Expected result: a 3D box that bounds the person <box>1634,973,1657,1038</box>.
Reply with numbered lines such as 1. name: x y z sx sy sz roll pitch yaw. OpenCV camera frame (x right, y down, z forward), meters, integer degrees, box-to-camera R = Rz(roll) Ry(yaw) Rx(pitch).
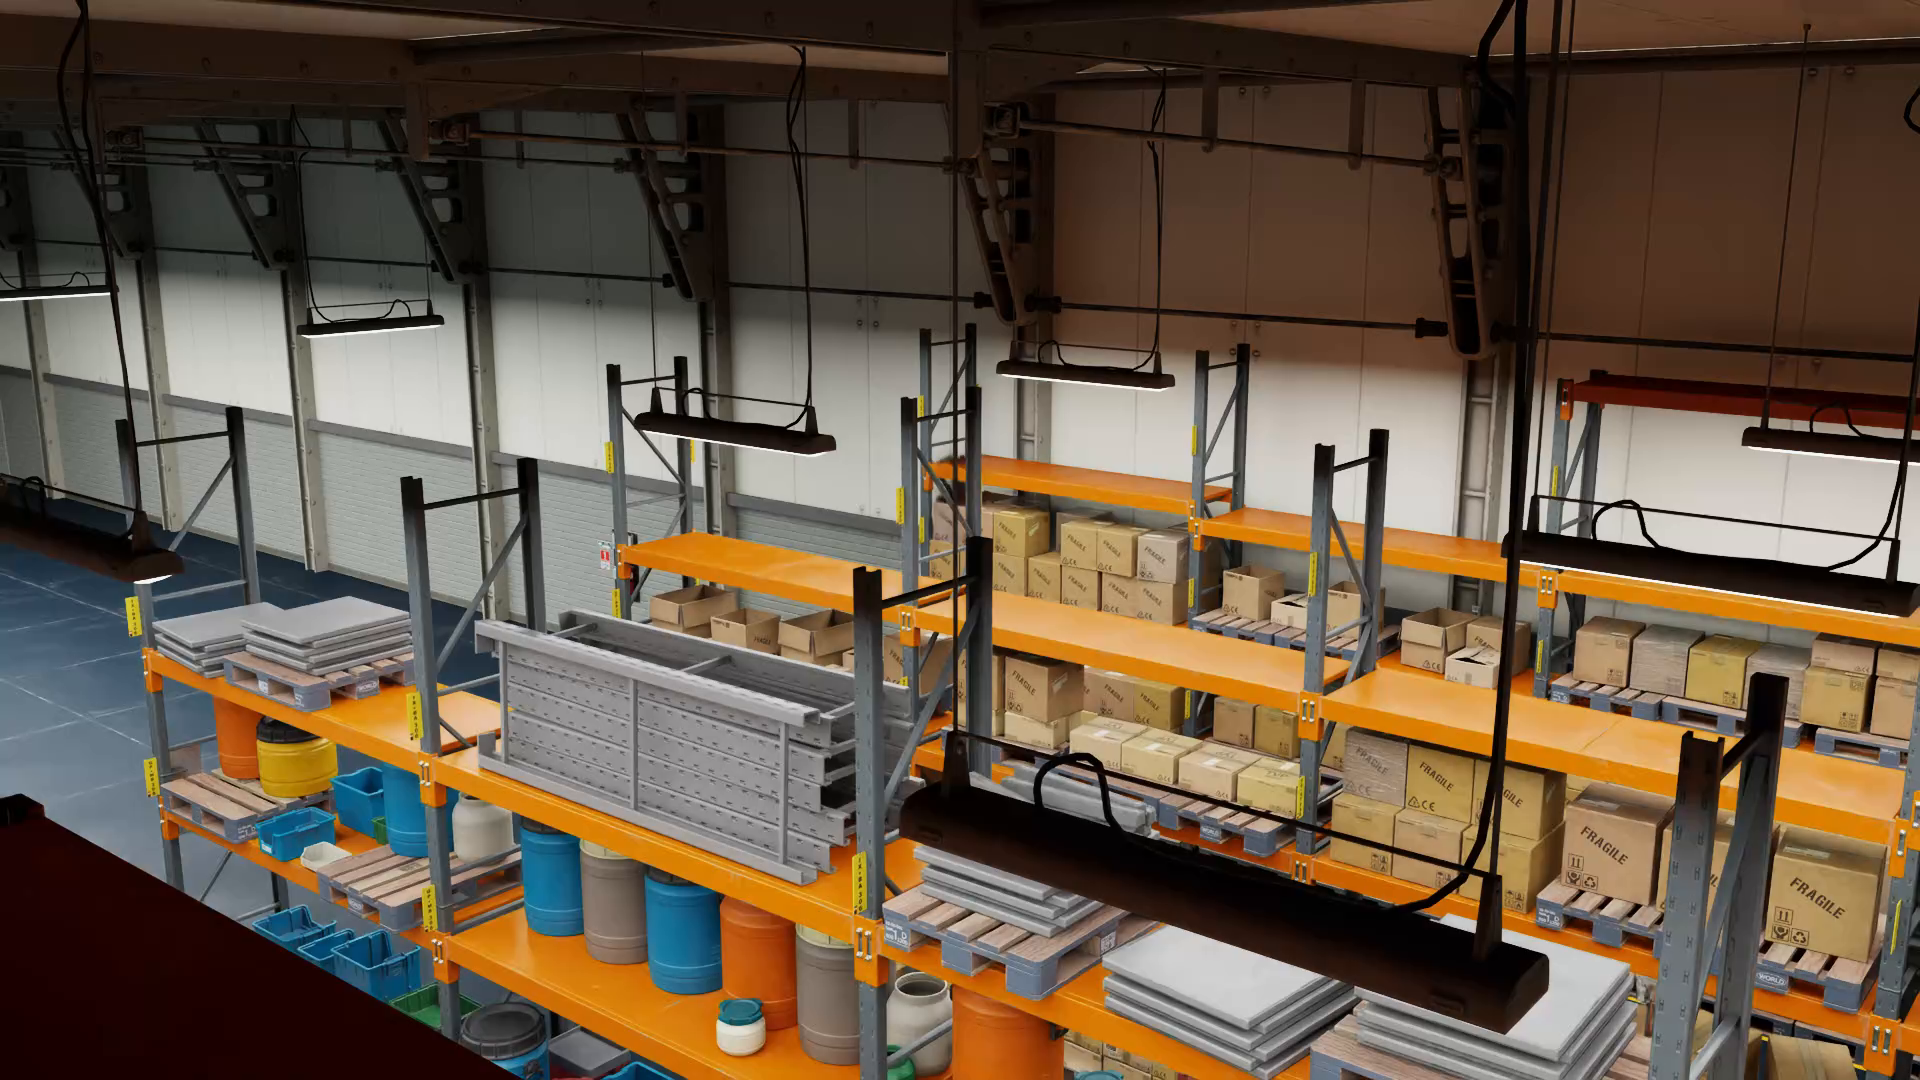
1. person: 6.130 4.072 14.450 0.665 1.631 0.504 9 16 35
